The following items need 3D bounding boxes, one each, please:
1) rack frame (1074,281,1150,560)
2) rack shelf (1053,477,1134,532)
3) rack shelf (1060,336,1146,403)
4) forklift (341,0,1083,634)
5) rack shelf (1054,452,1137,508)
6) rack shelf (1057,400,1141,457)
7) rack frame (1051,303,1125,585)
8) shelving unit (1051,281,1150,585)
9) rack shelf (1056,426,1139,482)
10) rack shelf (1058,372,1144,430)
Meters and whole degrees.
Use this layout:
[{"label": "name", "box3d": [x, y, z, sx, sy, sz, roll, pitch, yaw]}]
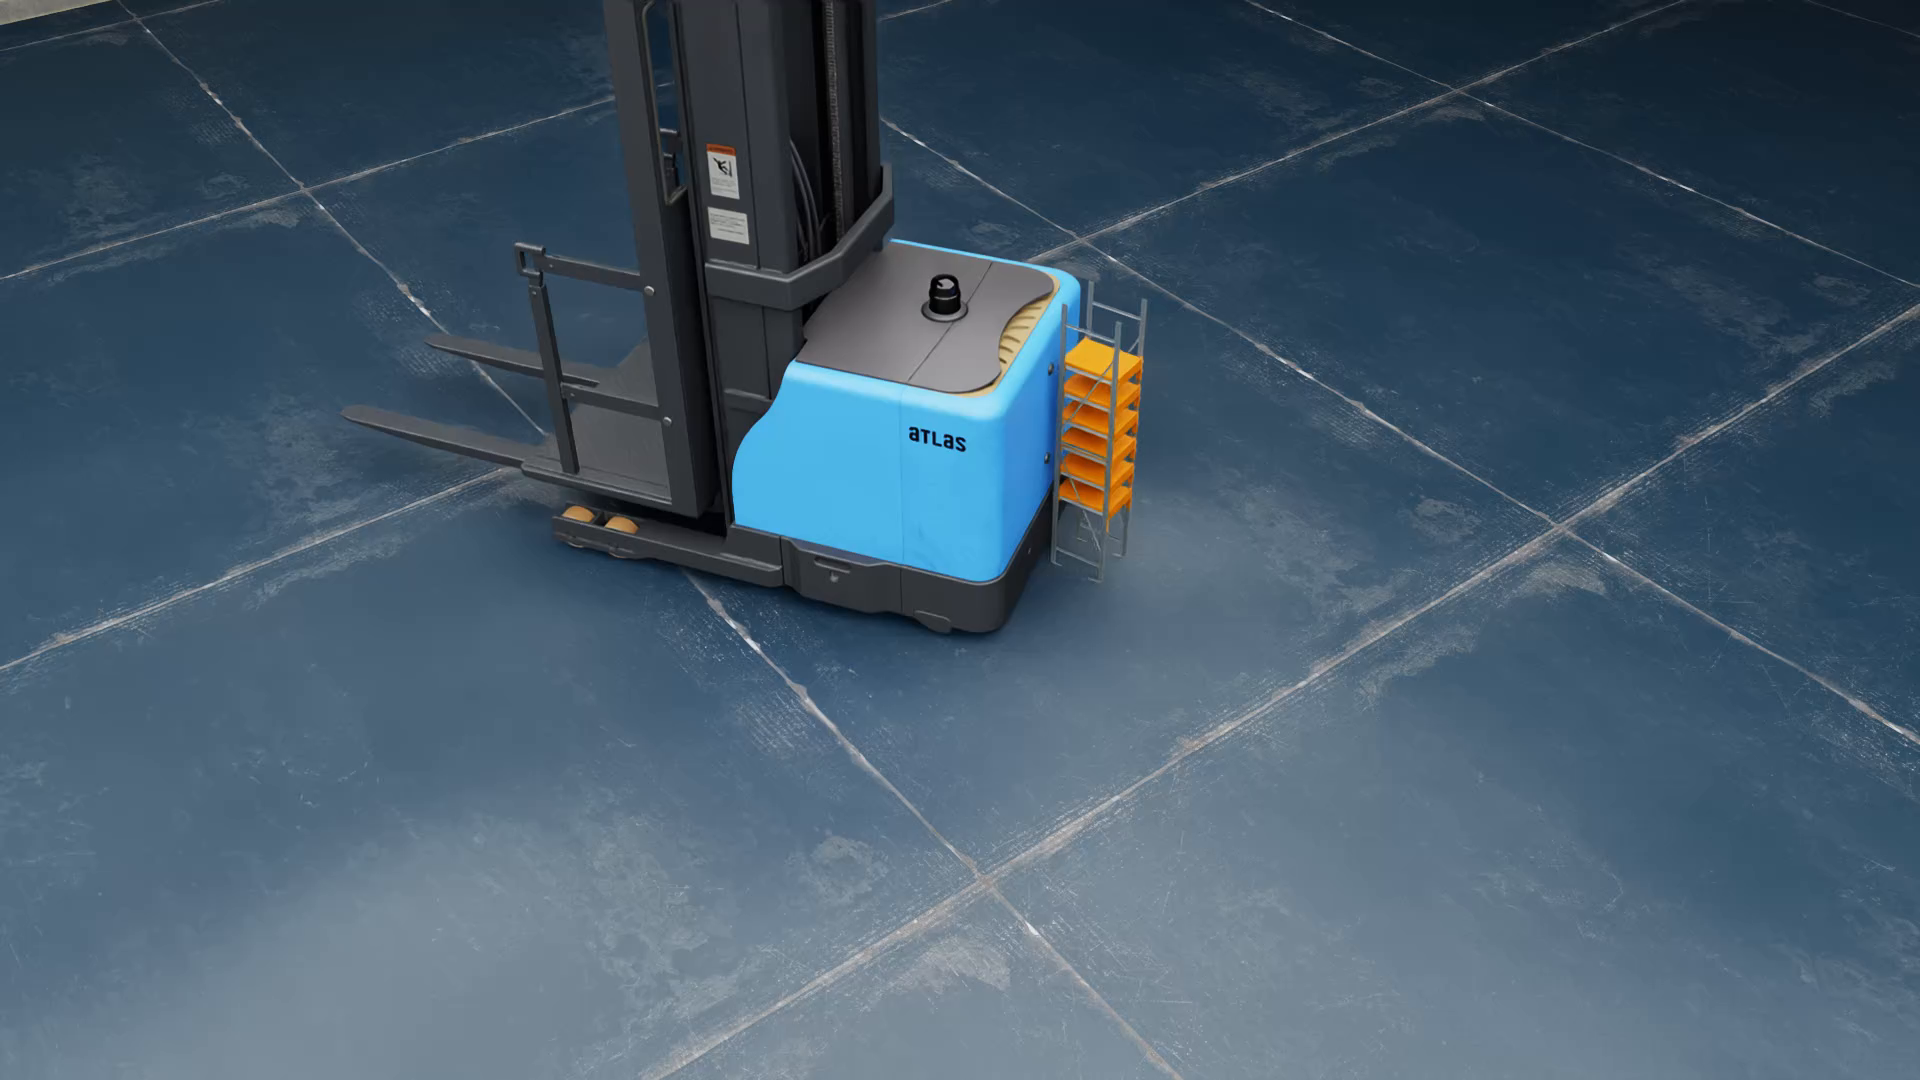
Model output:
[{"label": "rack frame", "box3d": [0.568, -0.428, 6.325, 0.240, 1.200, 0.006, 22, 44, 25]}, {"label": "rack shelf", "box3d": [0.518, -0.159, 6.445, 0.258, 0.103, 0.180, 22, 44, 25]}, {"label": "rack shelf", "box3d": [0.520, -0.624, 6.065, 0.258, 0.103, 0.180, 22, 44, 25]}, {"label": "forklift", "box3d": [-1.092, -1.357, 6.093, 3.031, 2.935, 1.130, 13, 41, 16]}, {"label": "rack shelf", "box3d": [0.518, -0.252, 6.369, 0.258, 0.103, 0.180, 22, 44, 25]}, {"label": "rack shelf", "box3d": [0.519, -0.438, 6.217, 0.258, 0.103, 0.180, 22, 44, 25]}, {"label": "rack frame", "box3d": [0.469, -0.331, 6.205, 0.240, 1.200, 0.006, 22, 44, 25]}, {"label": "shelving unit", "box3d": [0.519, -0.379, 6.265, 0.258, 1.200, 0.189, 22, 44, 25]}, {"label": "rack shelf", "box3d": [0.519, -0.345, 6.293, 0.258, 0.103, 0.180, 22, 44, 25]}, {"label": "rack shelf", "box3d": [0.520, -0.531, 6.141, 0.258, 0.103, 0.180, 22, 44, 25]}]
